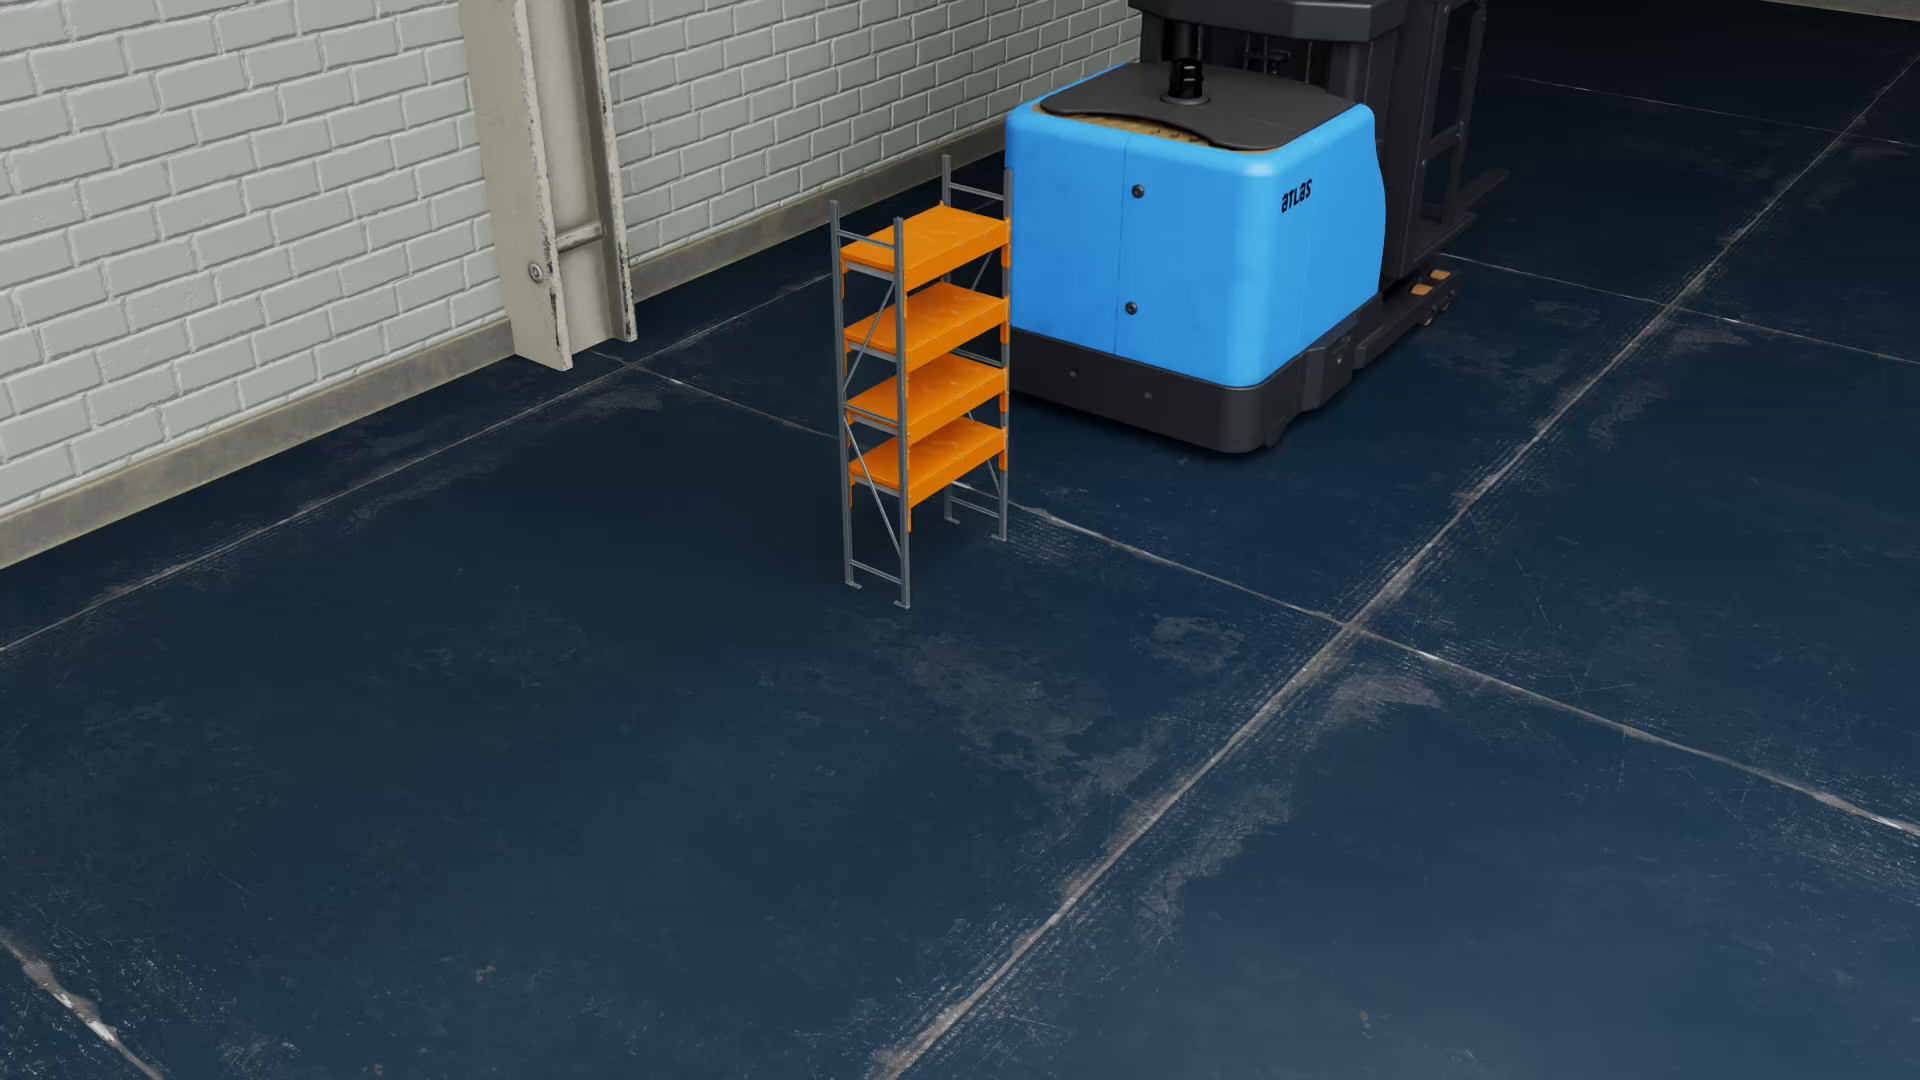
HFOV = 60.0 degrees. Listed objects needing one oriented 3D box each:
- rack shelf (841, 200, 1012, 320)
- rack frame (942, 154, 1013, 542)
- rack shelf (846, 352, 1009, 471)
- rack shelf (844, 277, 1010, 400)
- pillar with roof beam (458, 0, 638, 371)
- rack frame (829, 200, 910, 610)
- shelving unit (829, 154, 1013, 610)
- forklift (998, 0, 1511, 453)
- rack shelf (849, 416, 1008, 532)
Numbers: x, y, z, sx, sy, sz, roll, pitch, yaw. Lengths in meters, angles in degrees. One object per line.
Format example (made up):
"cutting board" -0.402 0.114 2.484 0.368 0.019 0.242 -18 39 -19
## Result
"rack shelf" -0.100 -0.787 4.630 0.258 0.148 0.480 21 37 31
"rack frame" 0.047 -0.548 4.998 0.240 1.200 0.015 21 37 31
"rack shelf" -0.100 -0.391 4.865 0.258 0.148 0.480 21 37 31
"rack shelf" -0.100 -0.583 4.751 0.258 0.148 0.480 21 37 31
"pillar with roof beam" 1.915 -3.316 2.019 9.100 9.000 0.400 21 37 31
"rack frame" -0.247 -0.350 4.663 0.240 1.200 0.015 21 37 31
"shelving unit" -0.100 -0.449 4.831 0.258 1.200 0.503 21 37 31
"forklift" 1.401 -2.253 6.176 1.130 2.935 3.031 20 36 30
"rack shelf" -0.100 -0.220 4.966 0.258 0.148 0.480 21 37 31
